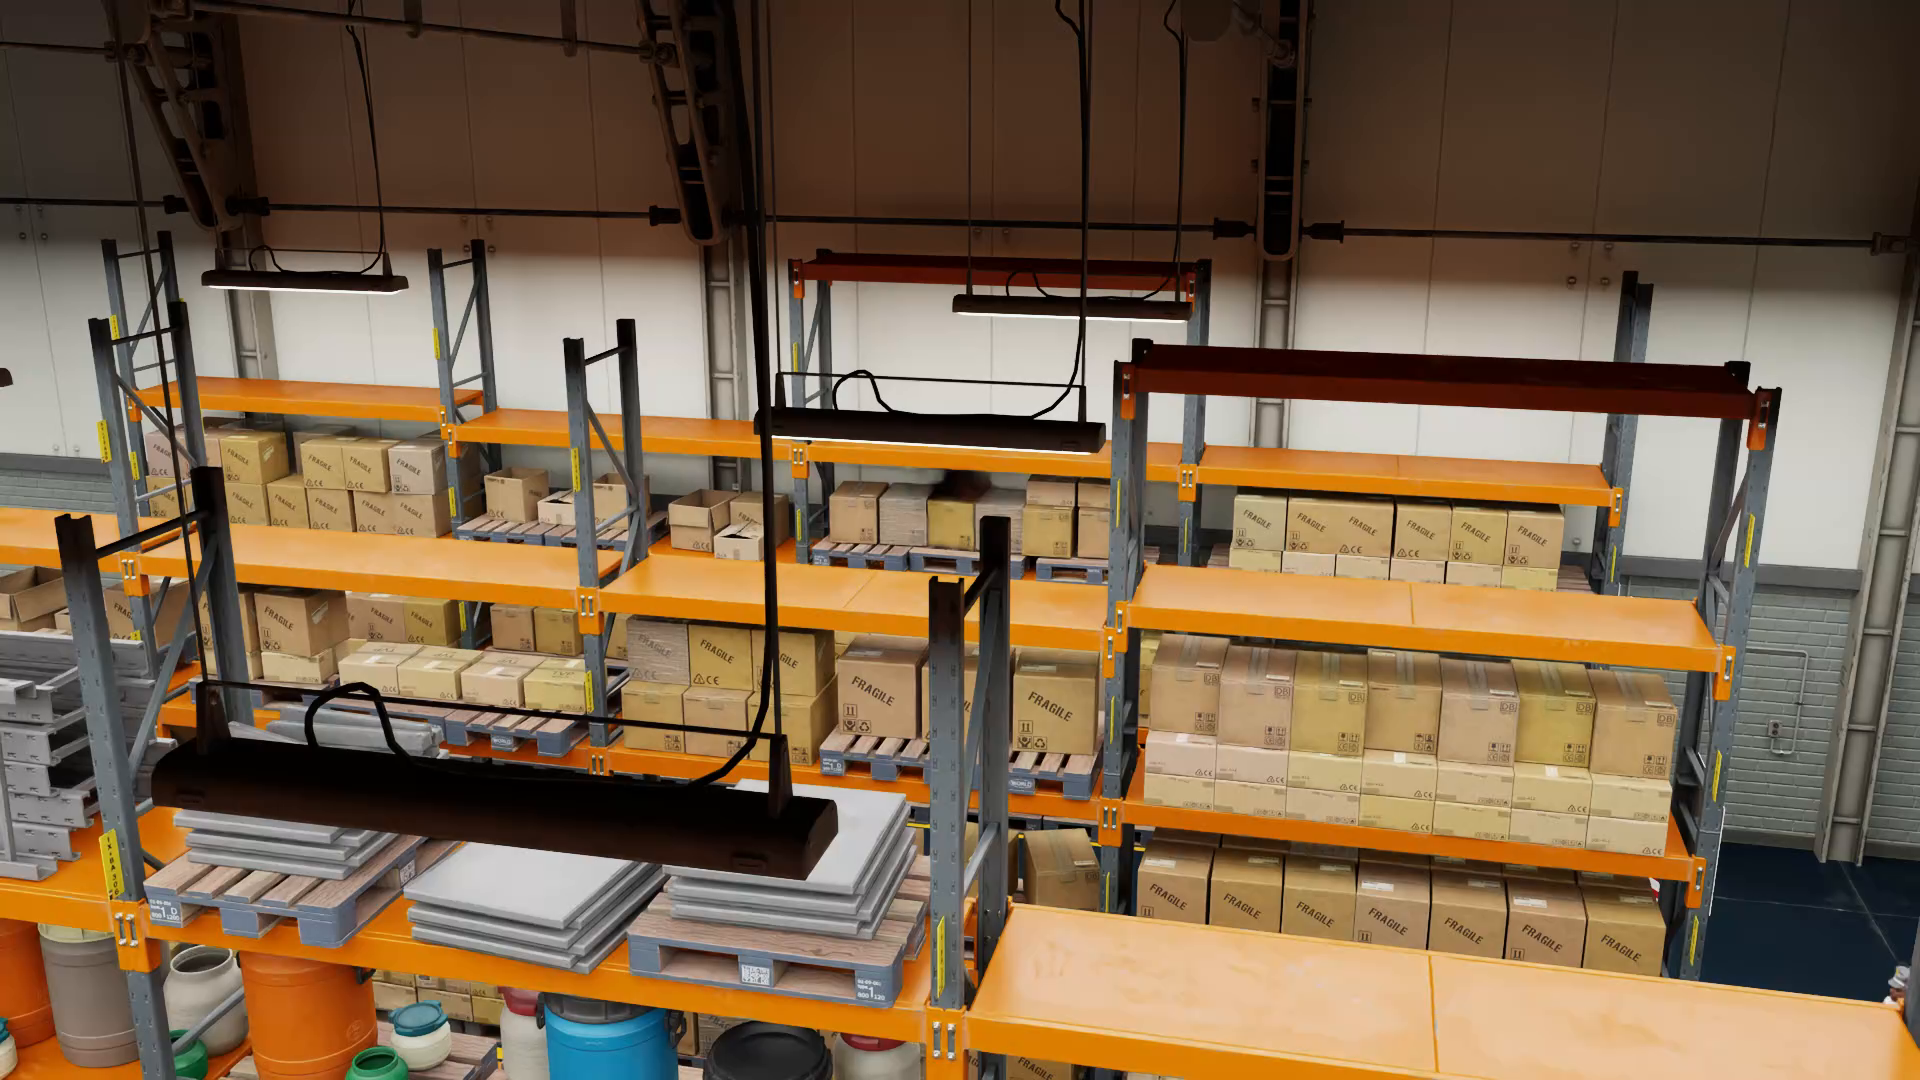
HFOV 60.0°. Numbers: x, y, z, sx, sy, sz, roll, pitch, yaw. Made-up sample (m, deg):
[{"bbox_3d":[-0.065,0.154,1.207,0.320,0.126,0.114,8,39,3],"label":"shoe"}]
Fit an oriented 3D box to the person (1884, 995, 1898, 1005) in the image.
[{"bbox_3d":[6.833,3.947,12.176,0.382,1.382,0.472,-5,17,-16],"label":"person"}]
